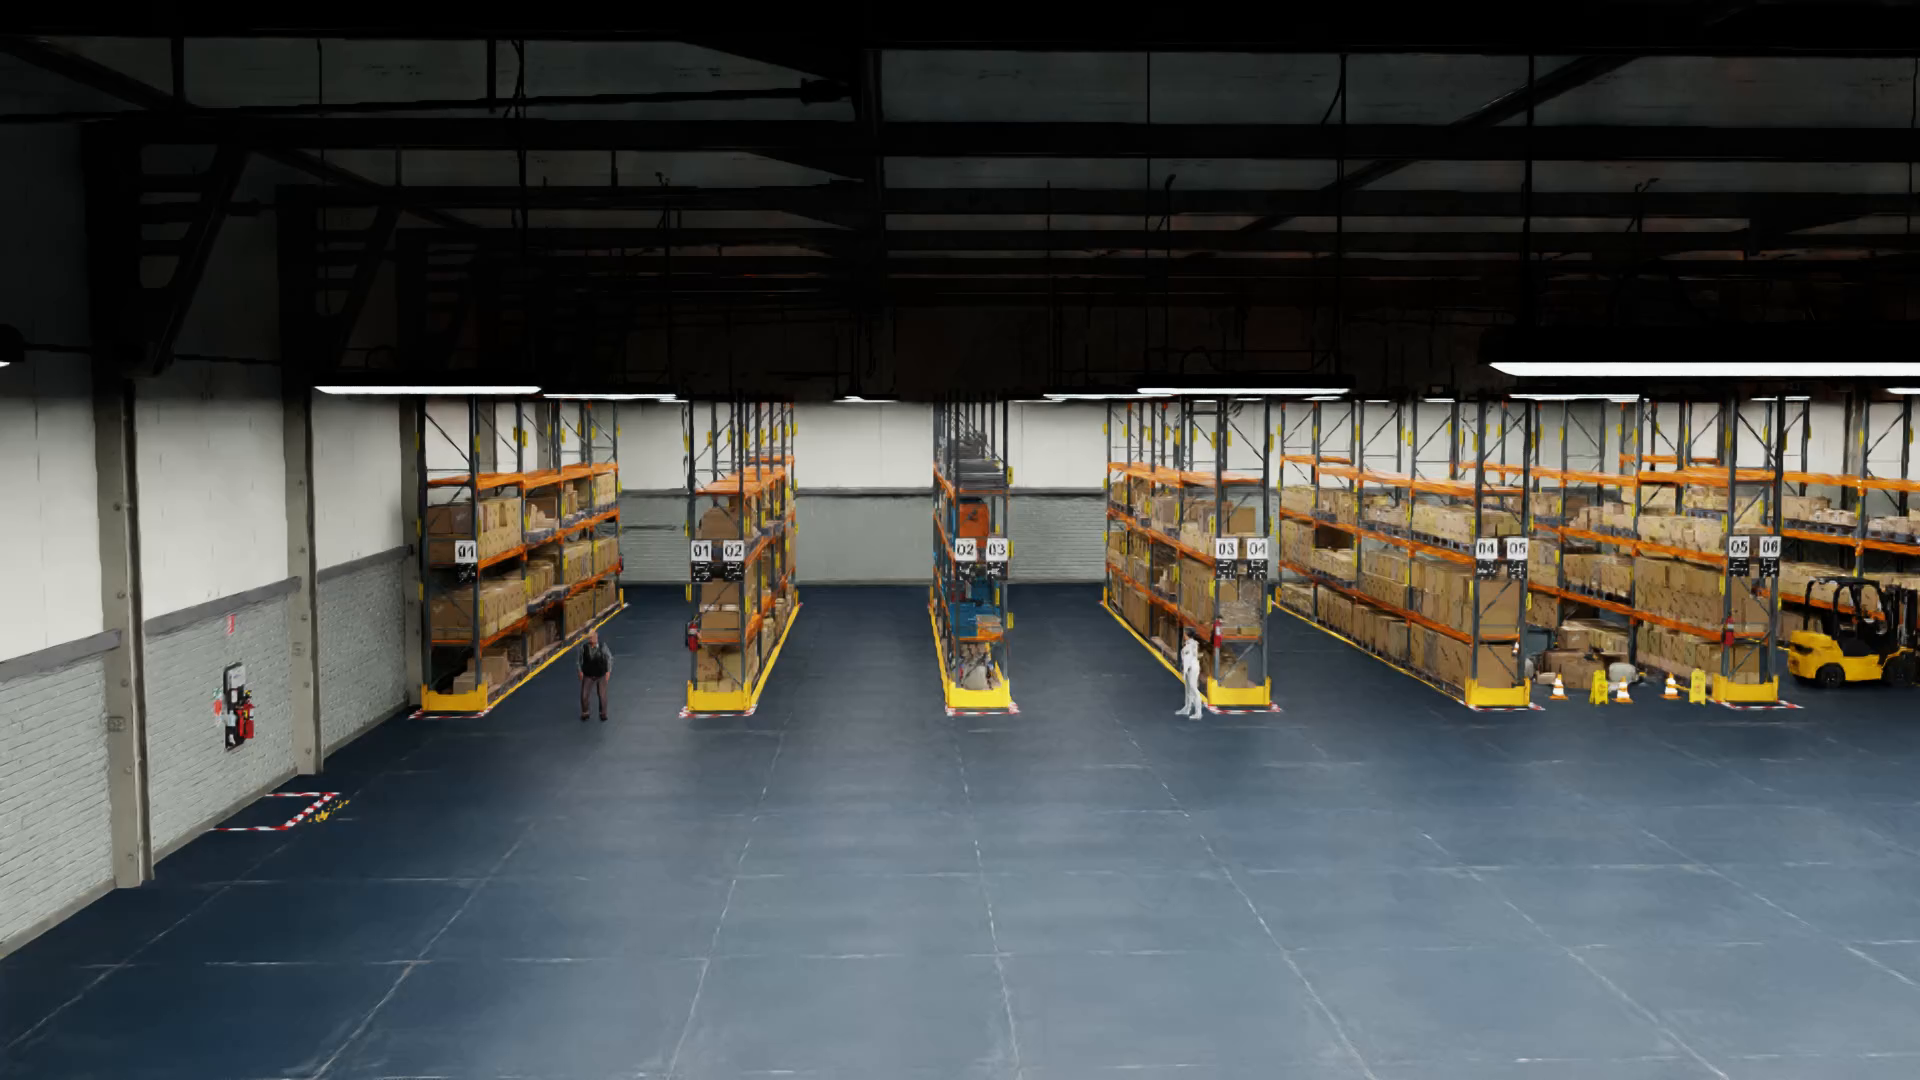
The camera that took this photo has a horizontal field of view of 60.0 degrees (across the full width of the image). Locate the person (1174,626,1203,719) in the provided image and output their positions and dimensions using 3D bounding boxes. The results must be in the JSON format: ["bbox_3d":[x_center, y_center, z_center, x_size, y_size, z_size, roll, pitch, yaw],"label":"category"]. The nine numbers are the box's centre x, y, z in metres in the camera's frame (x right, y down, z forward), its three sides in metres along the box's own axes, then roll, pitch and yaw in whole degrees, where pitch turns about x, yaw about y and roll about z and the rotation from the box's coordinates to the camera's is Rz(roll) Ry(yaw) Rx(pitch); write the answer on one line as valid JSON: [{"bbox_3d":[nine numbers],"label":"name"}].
[{"bbox_3d":[4.189,2.399,30.401,0.557,1.662,0.592,1,5,18],"label":"person"}]

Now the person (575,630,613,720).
[{"bbox_3d":[-6.611,2.443,30.074,0.677,1.674,0.534,0,5,-3],"label":"person"}]

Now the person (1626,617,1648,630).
[{"bbox_3d":[16.999,1.417,41.709,0.630,1.773,0.677,2,5,26],"label":"person"}]
